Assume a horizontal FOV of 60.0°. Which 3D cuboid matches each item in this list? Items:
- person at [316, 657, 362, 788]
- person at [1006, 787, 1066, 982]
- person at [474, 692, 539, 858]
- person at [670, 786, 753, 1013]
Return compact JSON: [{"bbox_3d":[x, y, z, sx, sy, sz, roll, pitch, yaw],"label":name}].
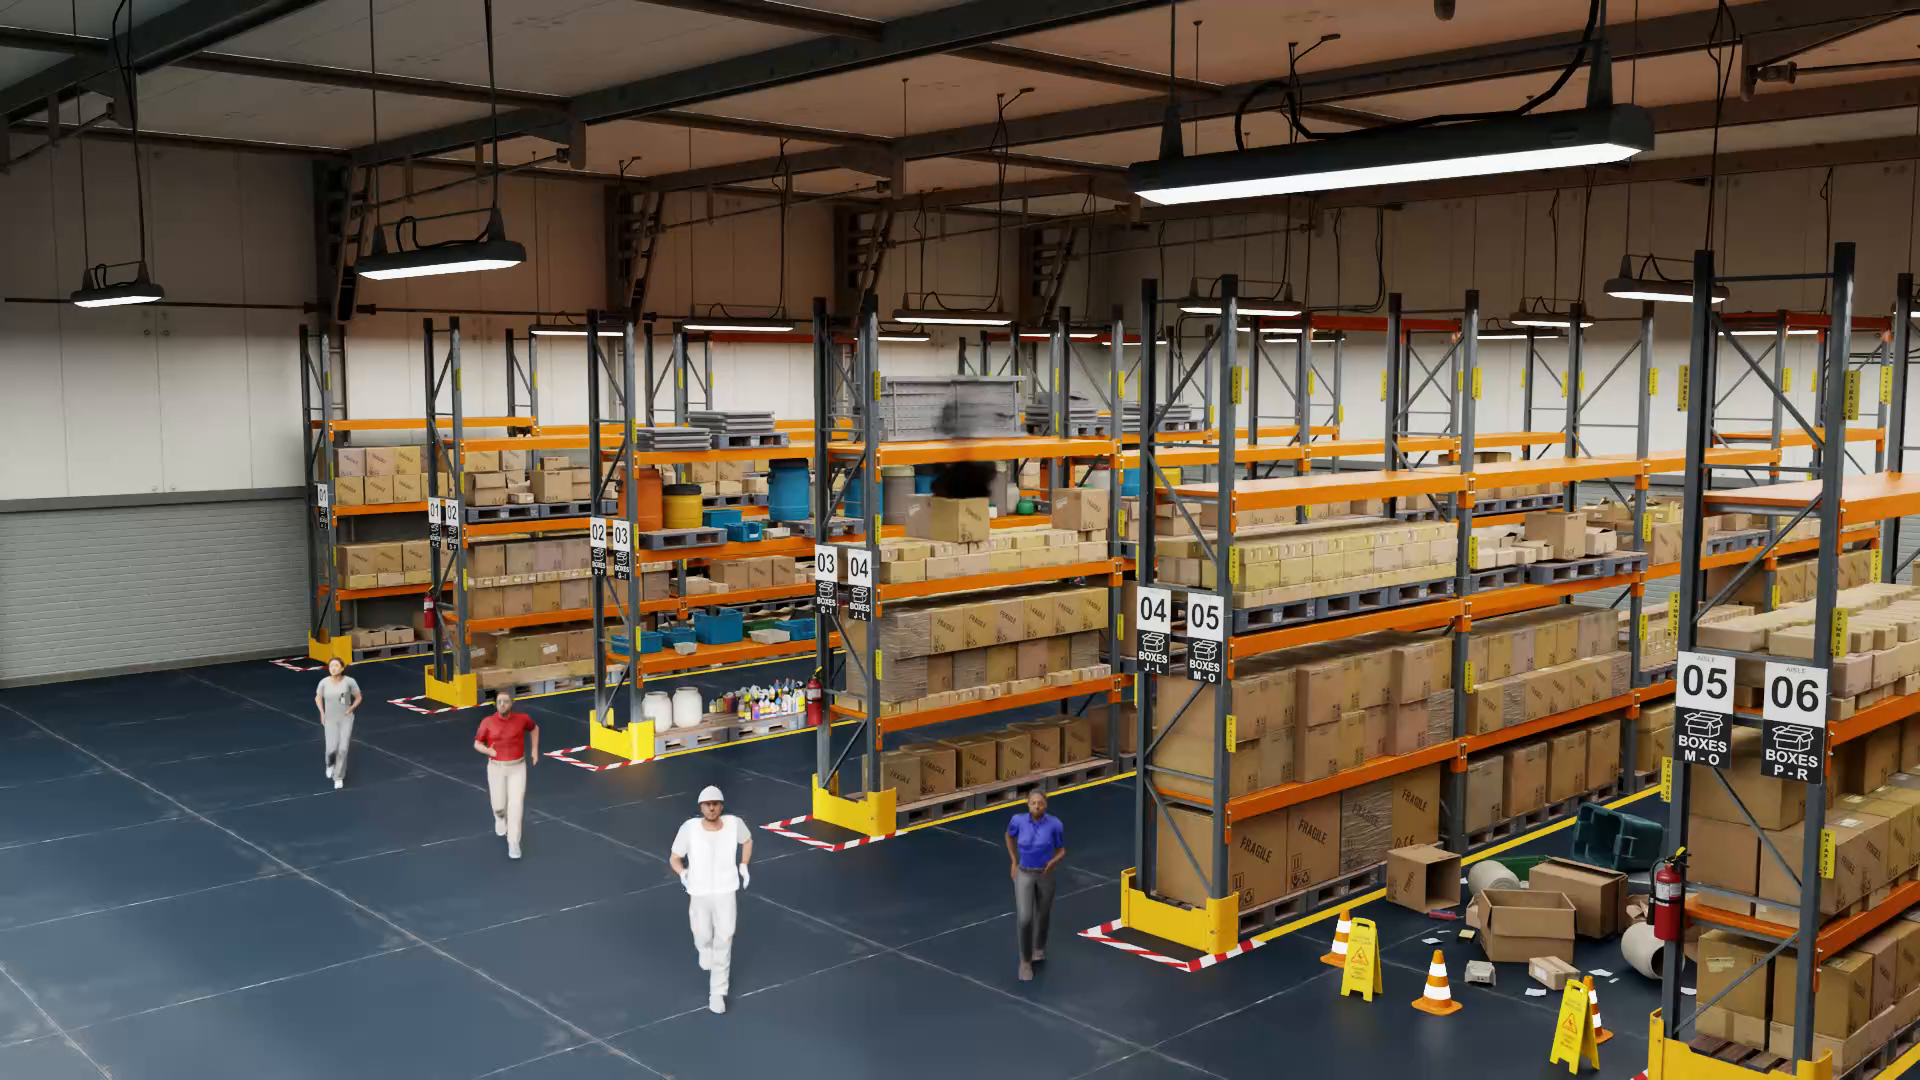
[{"bbox_3d":[-7.745,2.266,20.748,0.556,1.637,0.587,-2,6,-15],"label":"person"},{"bbox_3d":[0.651,2.933,14.248,0.501,1.679,0.800,0,6,-2],"label":"person"},{"bbox_3d":[-4.892,2.485,17.950,0.663,1.682,1.073,-1,6,-13],"label":"person"},{"bbox_3d":[-2.045,2.902,13.750,0.687,1.777,0.922,-1,6,-9],"label":"person"}]
